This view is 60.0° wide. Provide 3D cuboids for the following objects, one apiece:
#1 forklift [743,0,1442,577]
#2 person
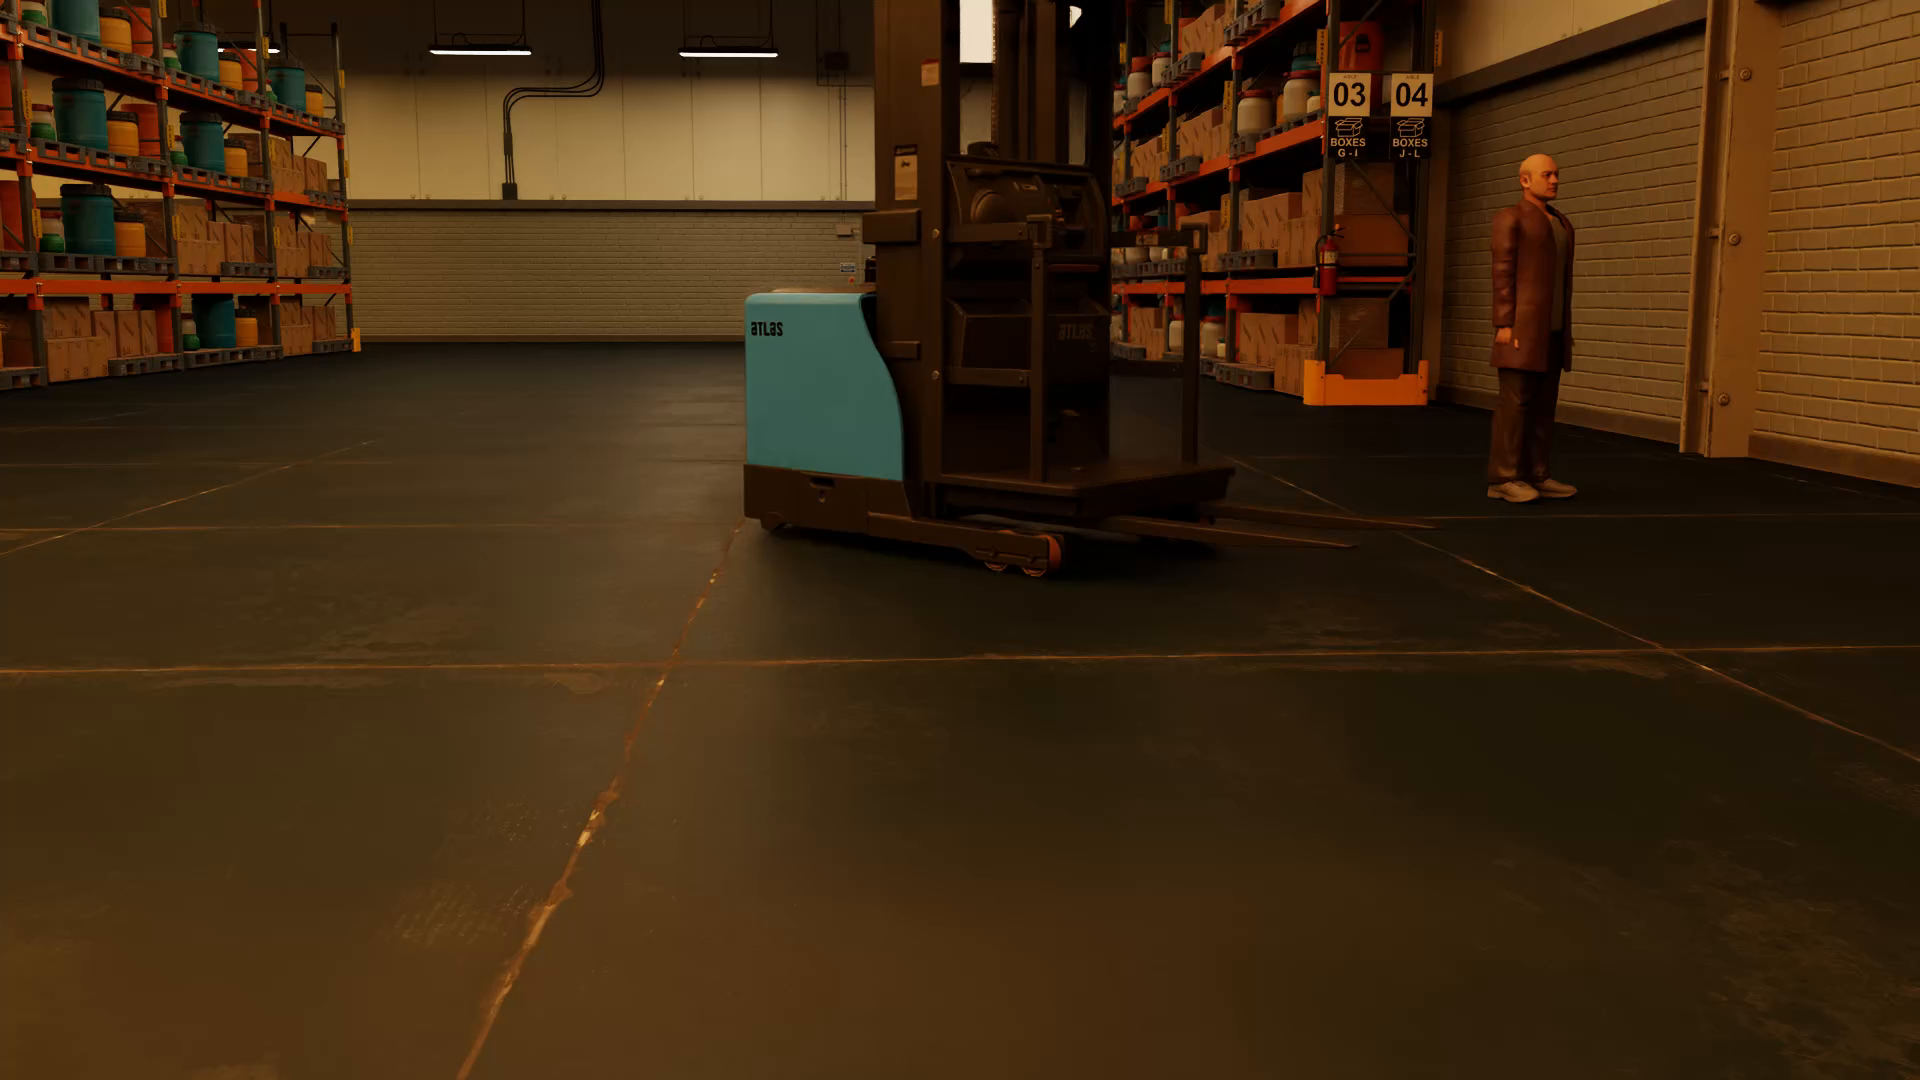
[{"bbox_3d":[0.442,-1.393,6.714,3.031,2.935,1.130,8,11,42],"label":"forklift"},{"bbox_3d":[3.024,-1.103,8.673,0.548,1.782,0.388,-6,10,-36],"label":"person"}]
